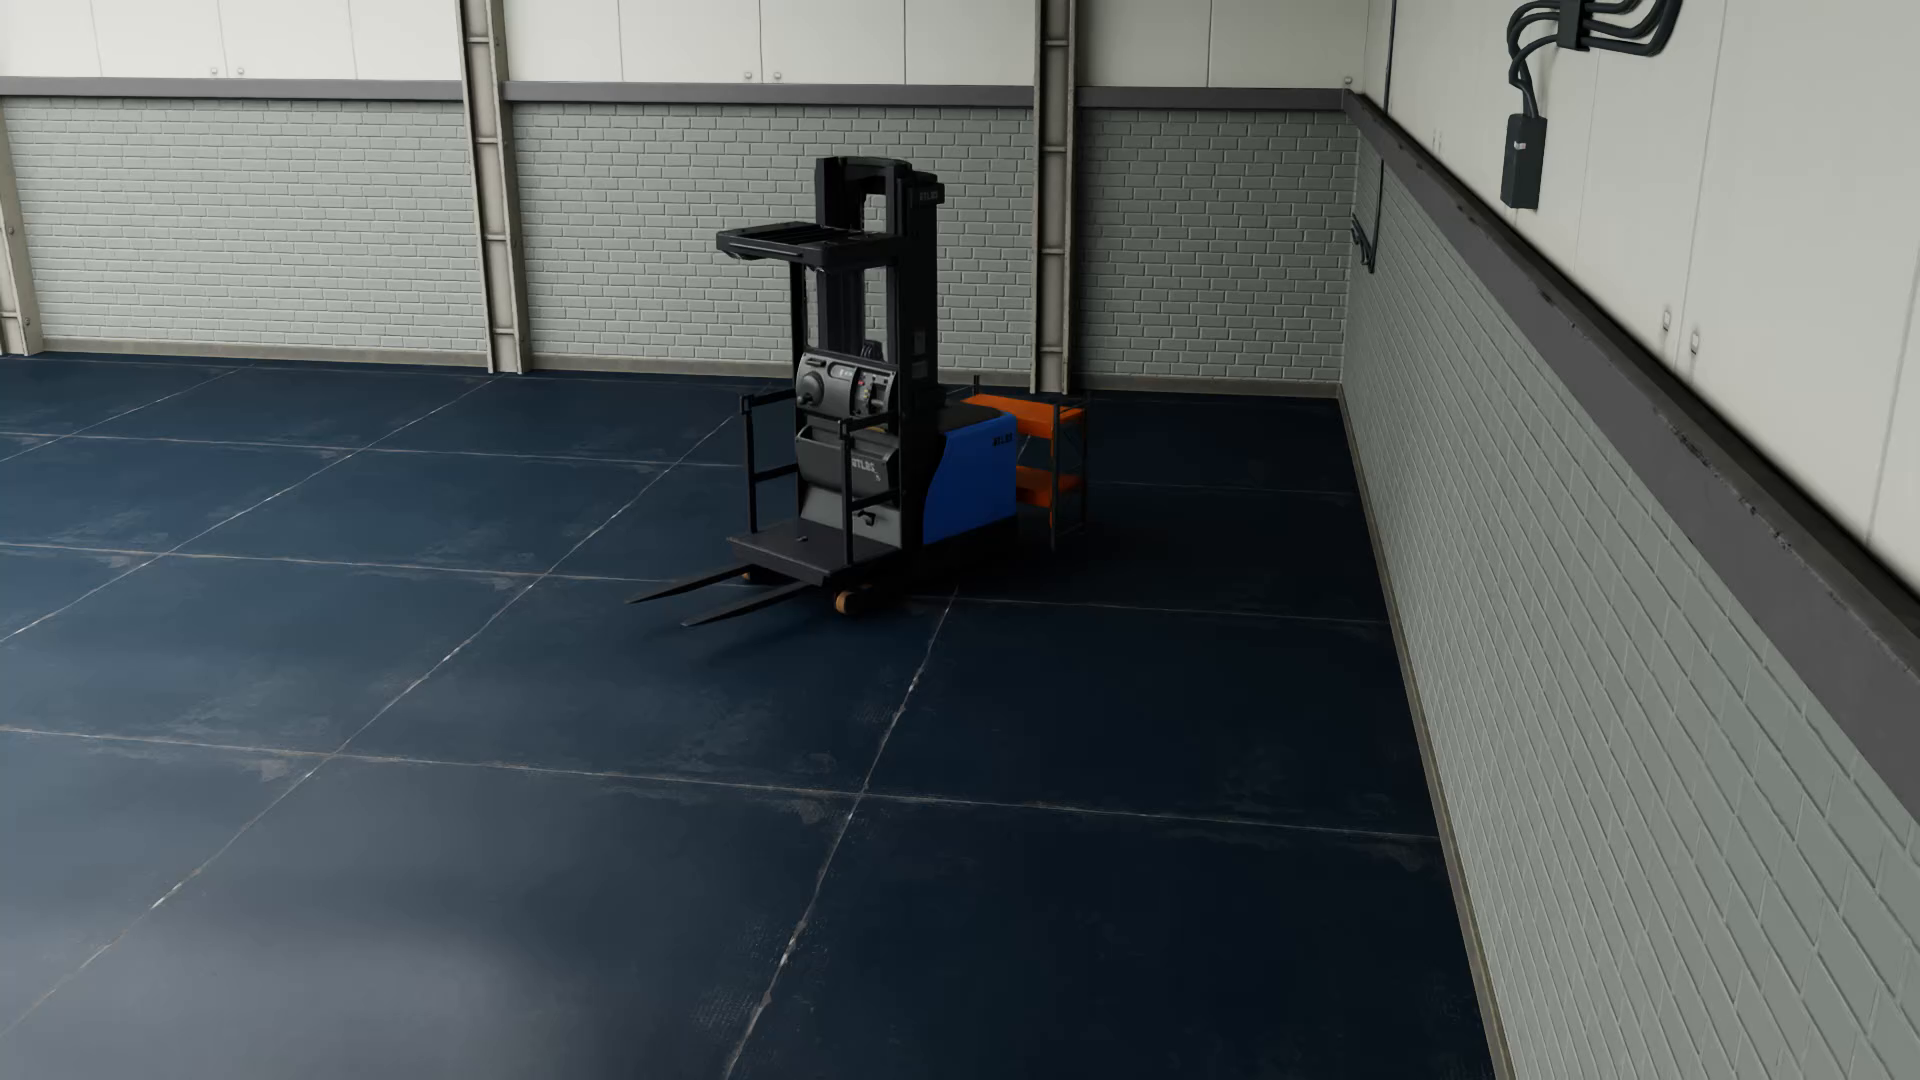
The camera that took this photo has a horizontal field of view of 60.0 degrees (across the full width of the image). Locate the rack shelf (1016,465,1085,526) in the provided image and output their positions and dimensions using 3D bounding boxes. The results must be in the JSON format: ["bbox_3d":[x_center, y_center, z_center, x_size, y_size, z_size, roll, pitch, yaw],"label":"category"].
[{"bbox_3d":[0.421,-0.390,12.968,1.000,0.278,0.538,12,22,32],"label":"rack shelf"}]

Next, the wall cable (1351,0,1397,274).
[{"bbox_3d":[3.651,-3.808,14.896,0.112,2.526,3.097,3,19,9],"label":"wall cable"}]

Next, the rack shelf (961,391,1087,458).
[{"bbox_3d":[0.421,-0.900,12.797,1.000,0.278,0.538,12,22,32],"label":"rack shelf"}]

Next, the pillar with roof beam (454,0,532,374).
[{"bbox_3d":[-5.655,-4.796,12.956,0.400,9.000,9.100,3,19,9],"label":"pillar with roof beam"}]

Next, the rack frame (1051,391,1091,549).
[{"bbox_3d":[0.842,-0.532,12.620,0.032,1.125,0.500,12,22,32],"label":"rack frame"}]

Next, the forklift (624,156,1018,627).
[{"bbox_3d":[-0.935,-1.060,11.353,1.130,2.935,3.031,16,25,40],"label":"forklift"}]

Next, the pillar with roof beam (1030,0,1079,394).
[{"bbox_3d":[0.269,-4.494,12.053,0.400,9.000,9.100,3,19,9],"label":"pillar with roof beam"}]

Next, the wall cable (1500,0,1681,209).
[{"bbox_3d":[2.129,-3.920,4.977,0.169,6.003,2.305,3,19,9],"label":"wall cable"}]

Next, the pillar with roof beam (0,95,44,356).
[{"bbox_3d":[-11.579,-5.098,13.858,0.400,9.000,9.100,3,19,9],"label":"pillar with roof beam"}]

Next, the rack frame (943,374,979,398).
[{"bbox_3d":[0.000,-0.712,13.160,0.032,1.125,0.500,12,22,32],"label":"rack frame"}]

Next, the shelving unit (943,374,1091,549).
[{"bbox_3d":[0.421,-0.622,12.890,1.048,1.125,0.538,12,22,32],"label":"shelving unit"}]
